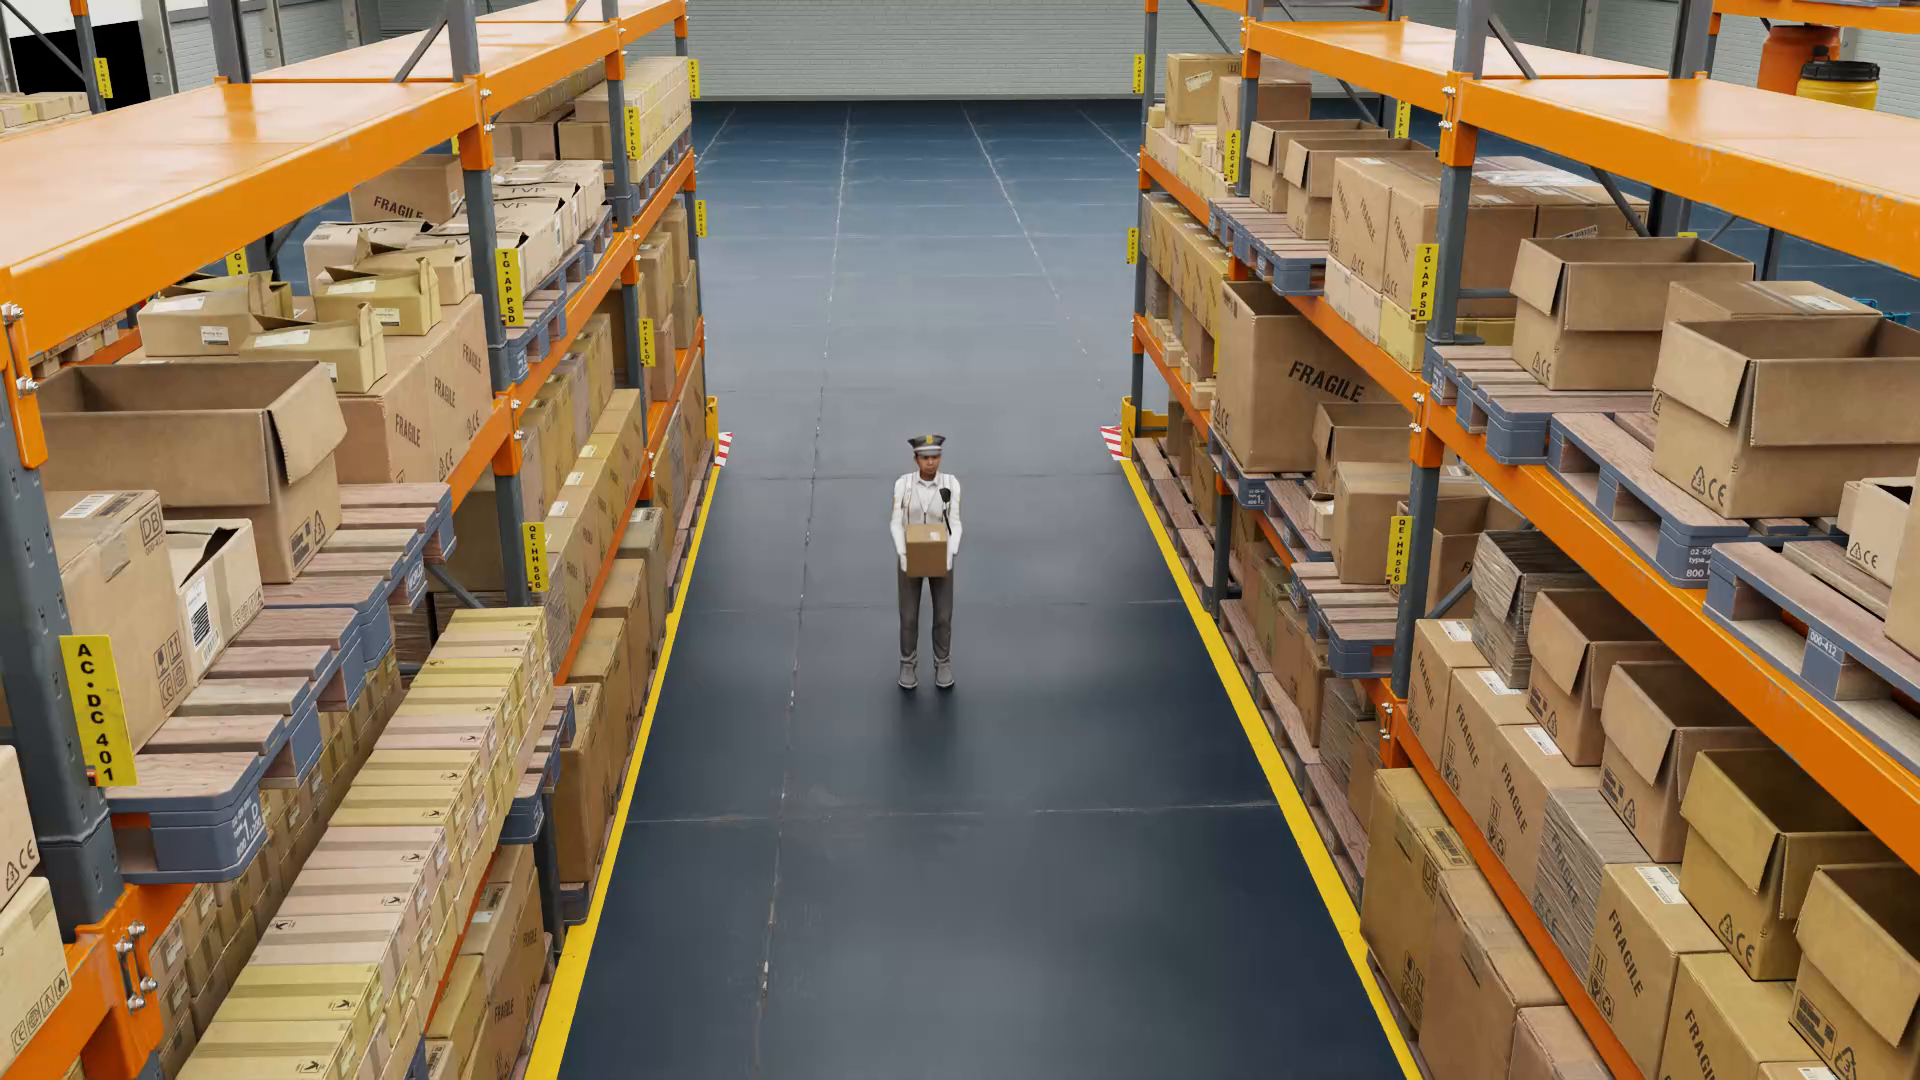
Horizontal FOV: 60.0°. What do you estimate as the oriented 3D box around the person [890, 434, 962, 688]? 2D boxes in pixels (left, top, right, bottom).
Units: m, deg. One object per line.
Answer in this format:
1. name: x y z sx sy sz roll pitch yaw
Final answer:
1. person: -0.215 0.148 10.647 0.459 1.686 0.556 -1 21 -2
